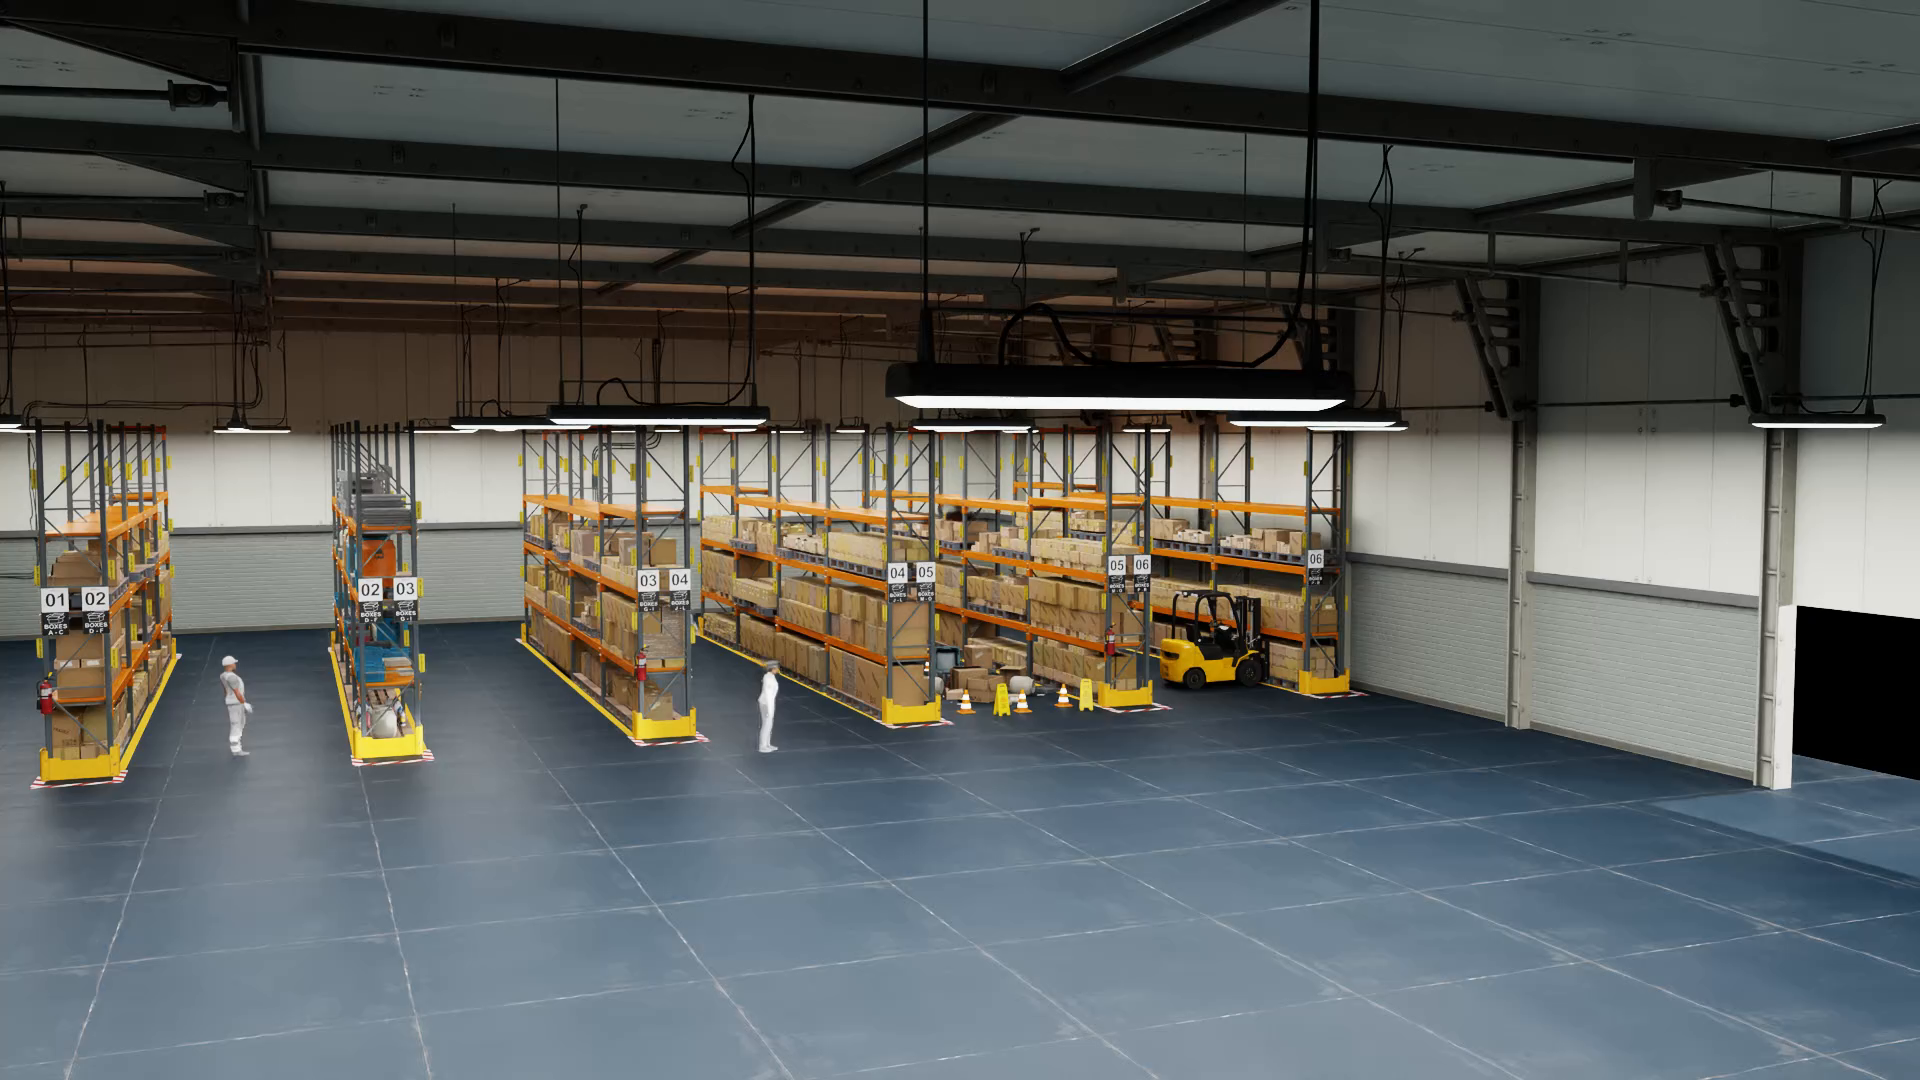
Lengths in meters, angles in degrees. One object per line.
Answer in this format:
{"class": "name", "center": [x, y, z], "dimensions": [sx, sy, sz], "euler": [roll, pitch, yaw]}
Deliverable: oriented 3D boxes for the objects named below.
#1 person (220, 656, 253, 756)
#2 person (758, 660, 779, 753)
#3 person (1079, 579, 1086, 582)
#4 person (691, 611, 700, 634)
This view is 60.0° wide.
{"class": "person", "center": [-12.967, 2.989, 29.851], "dimensions": [0.568, 1.845, 0.651], "euler": [-1, 4, -15]}
{"class": "person", "center": [-3.467, 3.013, 30.158], "dimensions": [0.383, 1.673, 0.518], "euler": [0, 4, -6]}
{"class": "person", "center": [3.106, 1.888, 43.444], "dimensions": [0.604, 1.759, 0.678], "euler": [-2, 4, -32]}
{"class": "person", "center": [-6.936, 2.272, 42.082], "dimensions": [0.657, 1.631, 1.044], "euler": [-2, 4, -26]}
